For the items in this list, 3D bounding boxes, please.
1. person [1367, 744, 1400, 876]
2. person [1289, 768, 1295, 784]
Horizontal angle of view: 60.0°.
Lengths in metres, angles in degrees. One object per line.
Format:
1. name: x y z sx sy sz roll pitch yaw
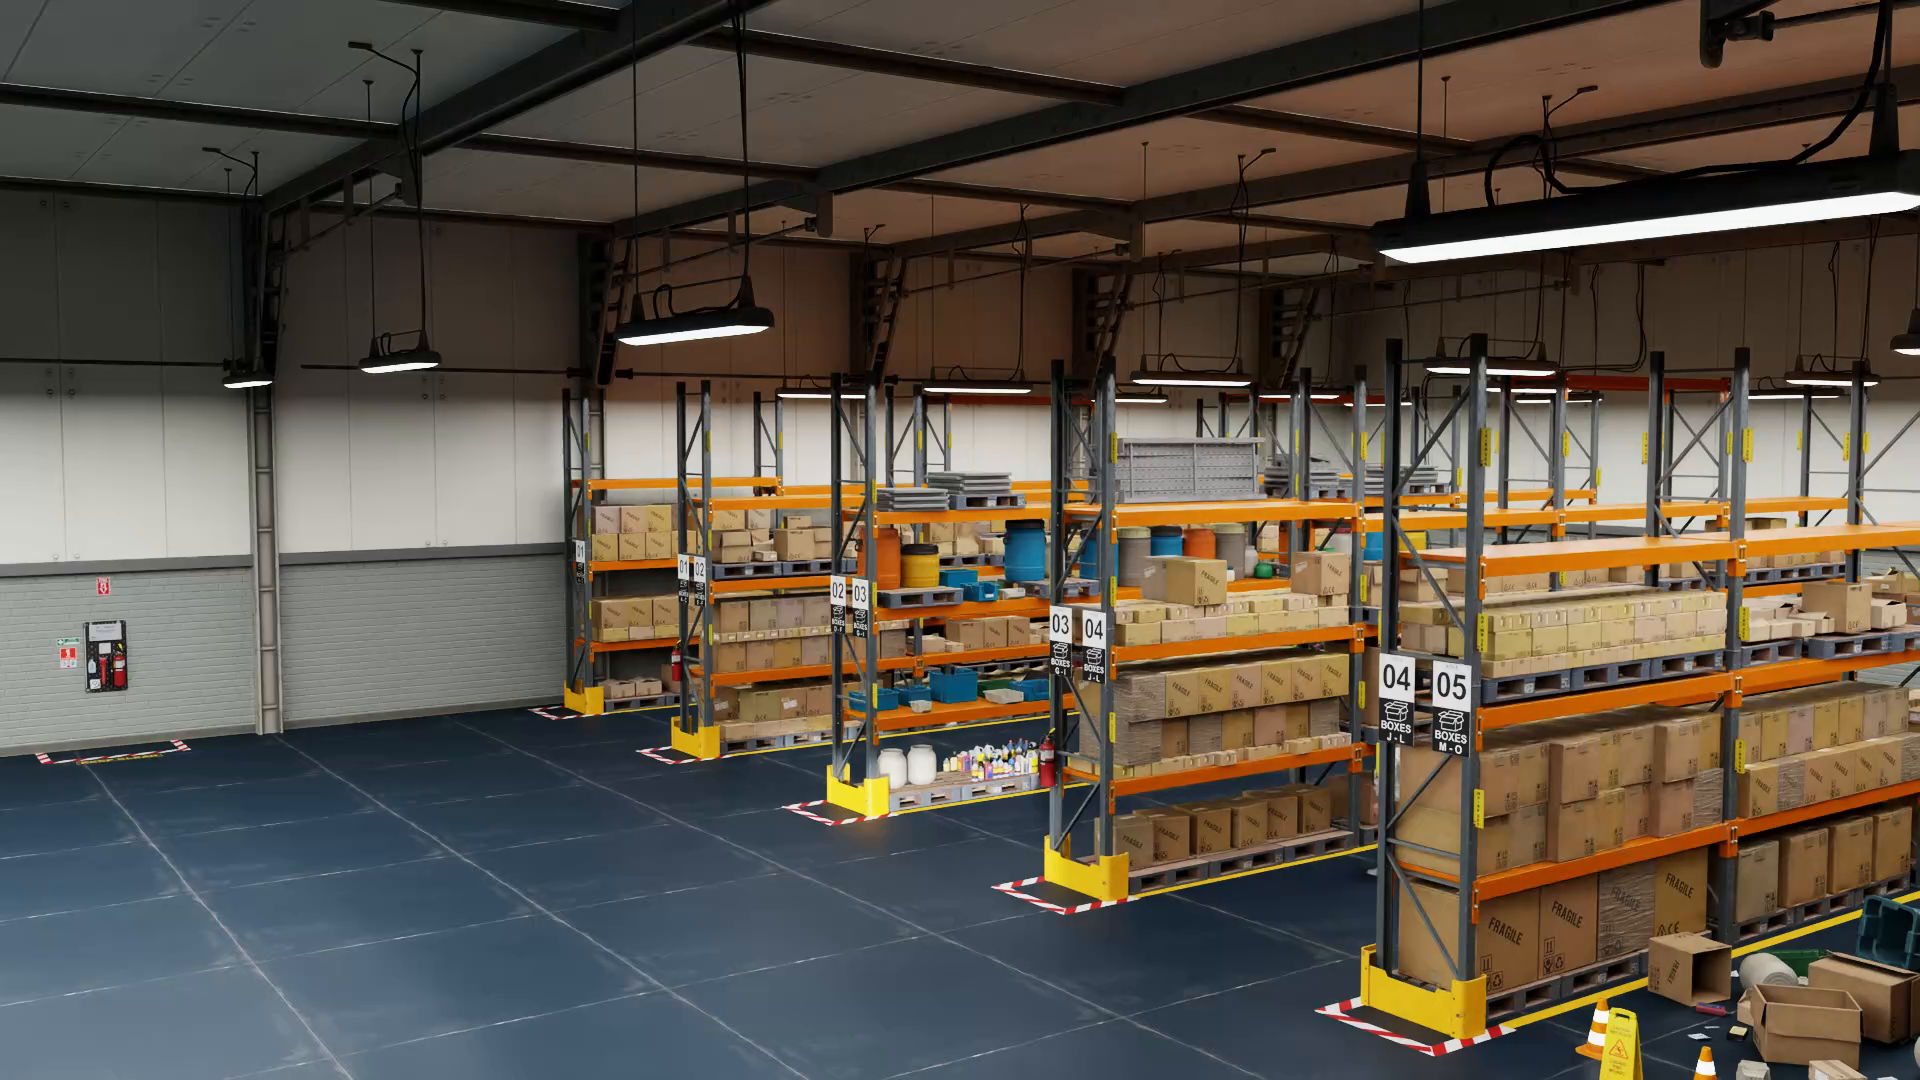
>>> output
1. person: 5.084 3.029 19.531 0.477 1.771 0.632 2 4 24
2. person: 4.677 2.916 22.963 0.414 1.643 0.479 1 4 21
